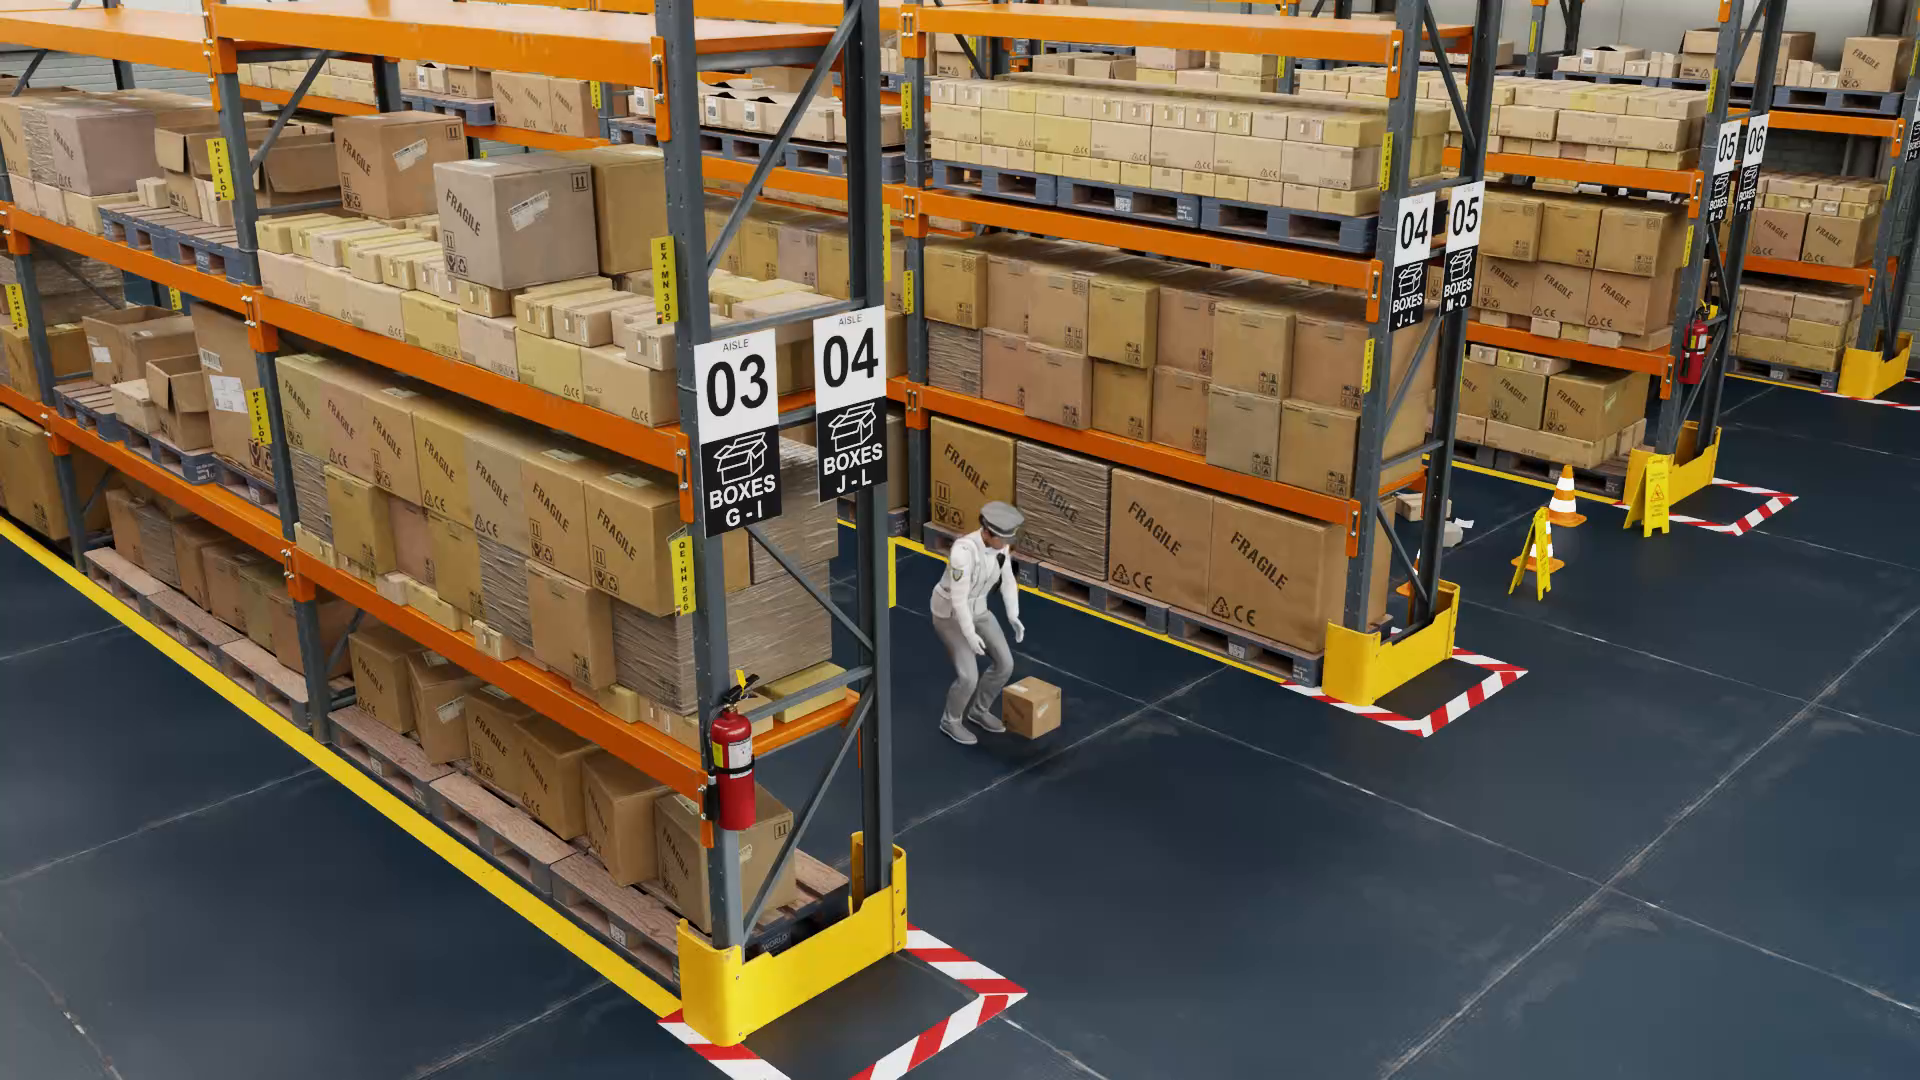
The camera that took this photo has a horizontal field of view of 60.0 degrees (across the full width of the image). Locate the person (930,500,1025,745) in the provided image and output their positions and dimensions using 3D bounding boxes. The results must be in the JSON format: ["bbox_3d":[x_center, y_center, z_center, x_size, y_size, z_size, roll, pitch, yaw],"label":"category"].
[{"bbox_3d":[0.122,0.476,10.039,0.526,1.522,0.591,-19,28,-41],"label":"person"}]
